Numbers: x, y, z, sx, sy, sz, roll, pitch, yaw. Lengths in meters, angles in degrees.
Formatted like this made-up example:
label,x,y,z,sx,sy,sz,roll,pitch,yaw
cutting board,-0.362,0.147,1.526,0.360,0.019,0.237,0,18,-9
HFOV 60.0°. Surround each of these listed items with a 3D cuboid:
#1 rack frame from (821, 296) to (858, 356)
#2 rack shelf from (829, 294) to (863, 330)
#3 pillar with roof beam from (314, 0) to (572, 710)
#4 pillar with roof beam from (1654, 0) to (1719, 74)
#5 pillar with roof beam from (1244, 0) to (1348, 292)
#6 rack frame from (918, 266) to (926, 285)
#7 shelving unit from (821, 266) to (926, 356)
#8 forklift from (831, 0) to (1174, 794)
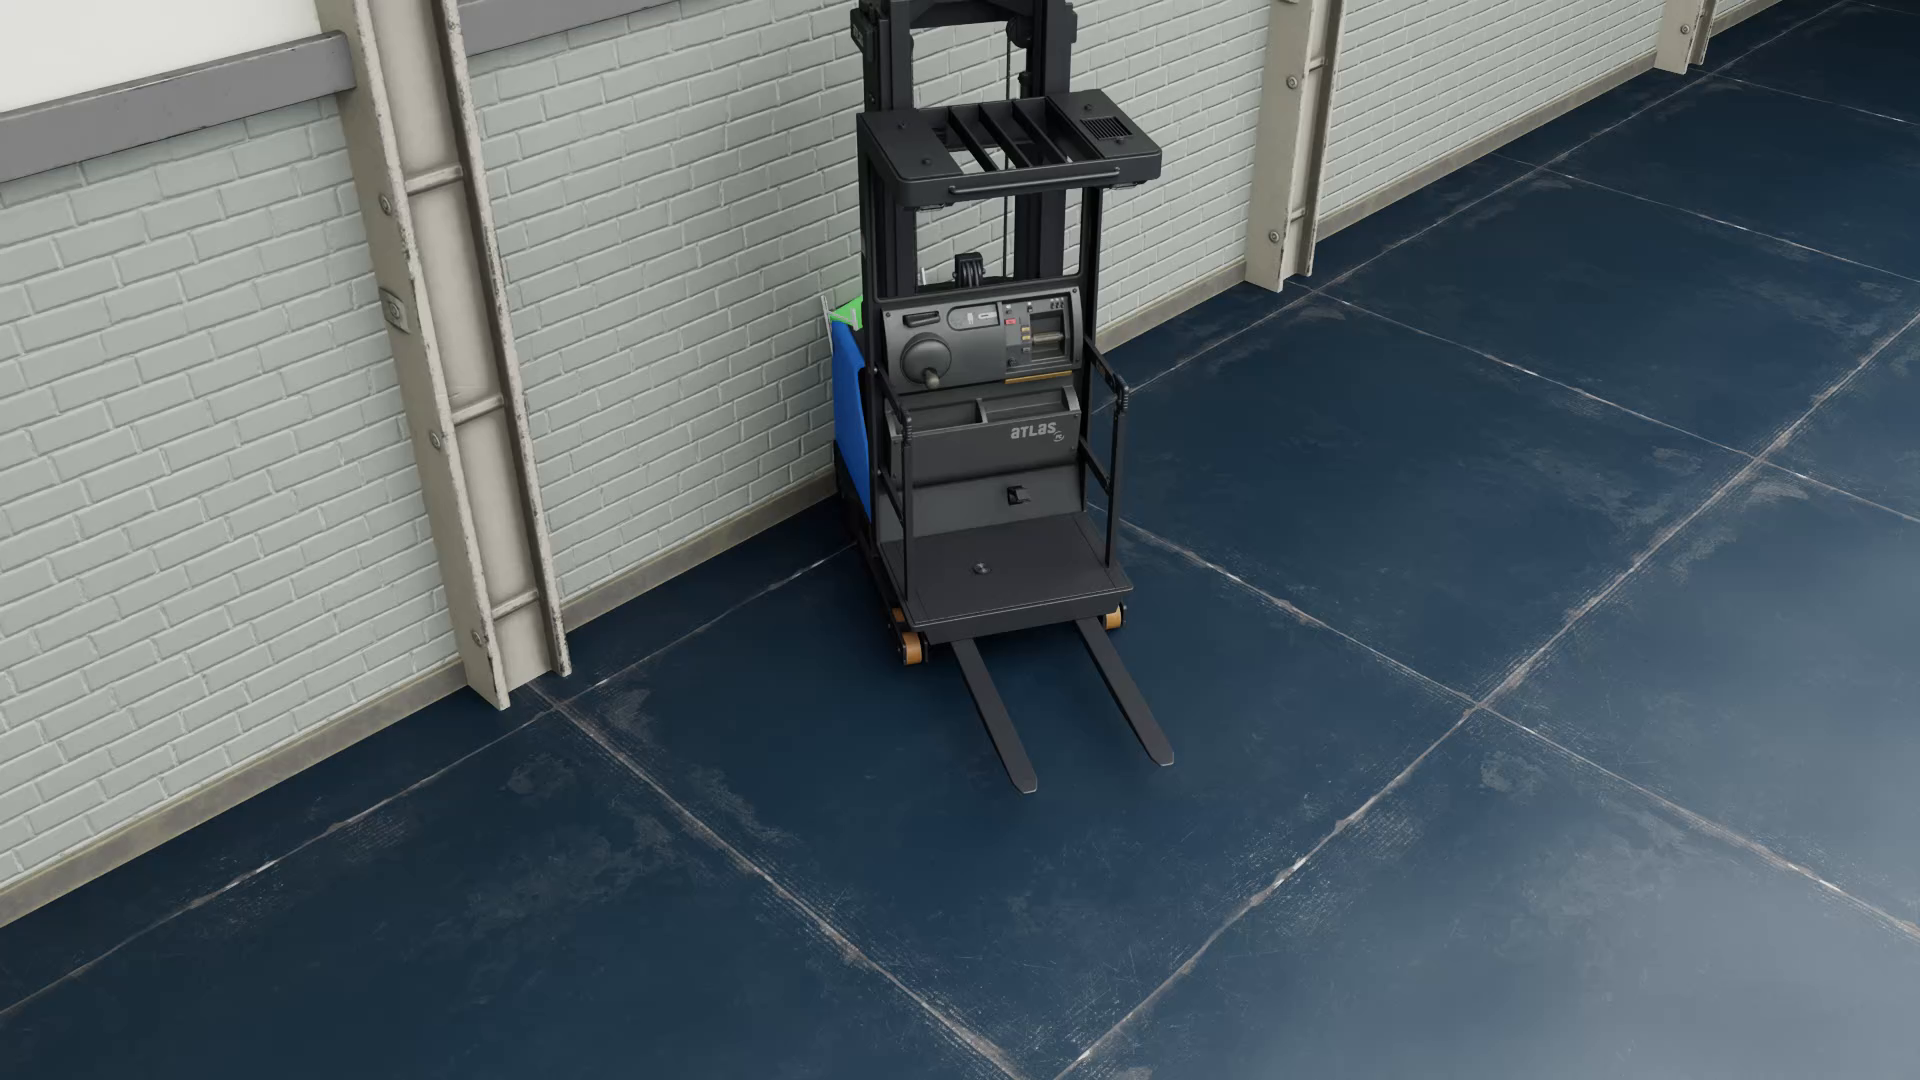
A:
label,x,y,z,sx,sy,sz,roll,pitch,yaw
rack frame,-0.545,-0.725,8.731,0.240,1.200,0.015,27,50,37
rack shelf,-0.426,-1.174,8.601,0.258,0.148,0.480,27,50,37
pillar with roof beam,0.979,-1.315,2.759,9.100,9.000,0.400,30,45,35
pillar with roof beam,9.434,-6.186,9.744,9.100,9.000,0.400,30,45,35
pillar with roof beam,5.207,-3.750,6.252,9.100,9.000,0.400,30,45,35
rack frame,-0.209,-0.974,8.983,0.240,1.200,0.015,27,50,37
shelving unit,-0.377,-0.849,8.857,0.258,1.200,0.503,27,50,37
forklift,0.169,-0.859,7.411,1.130,2.935,3.031,-9,36,-13
